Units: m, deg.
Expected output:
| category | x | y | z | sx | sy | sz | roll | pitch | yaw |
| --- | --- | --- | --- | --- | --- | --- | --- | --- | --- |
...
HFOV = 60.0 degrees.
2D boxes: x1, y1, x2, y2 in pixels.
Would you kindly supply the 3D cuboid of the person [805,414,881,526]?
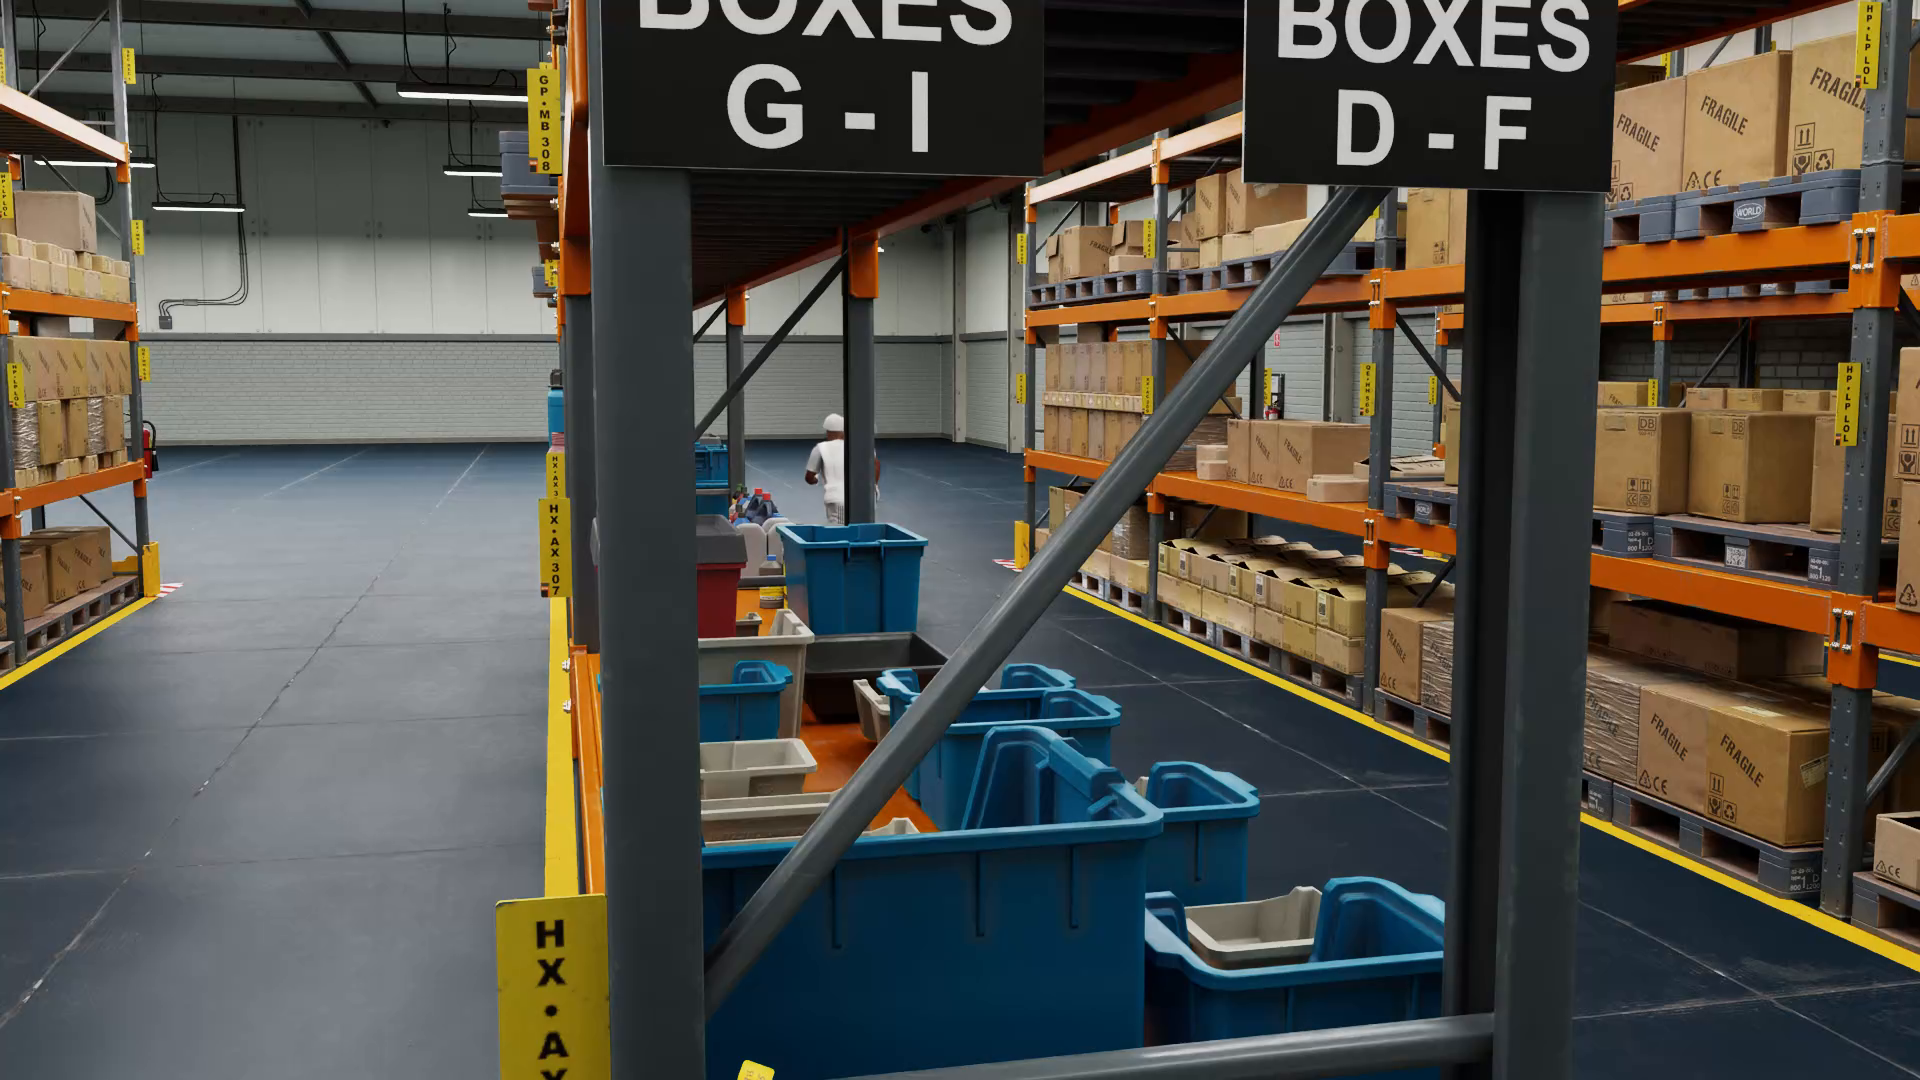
| category | x | y | z | sx | sy | sz | roll | pitch | yaw |
| --- | --- | --- | --- | --- | --- | --- | --- | --- | --- |
| person | -1.091 | -0.317 | 15.842 | 0.711 | 1.757 | 0.988 | -3 | 7 | -29 |
